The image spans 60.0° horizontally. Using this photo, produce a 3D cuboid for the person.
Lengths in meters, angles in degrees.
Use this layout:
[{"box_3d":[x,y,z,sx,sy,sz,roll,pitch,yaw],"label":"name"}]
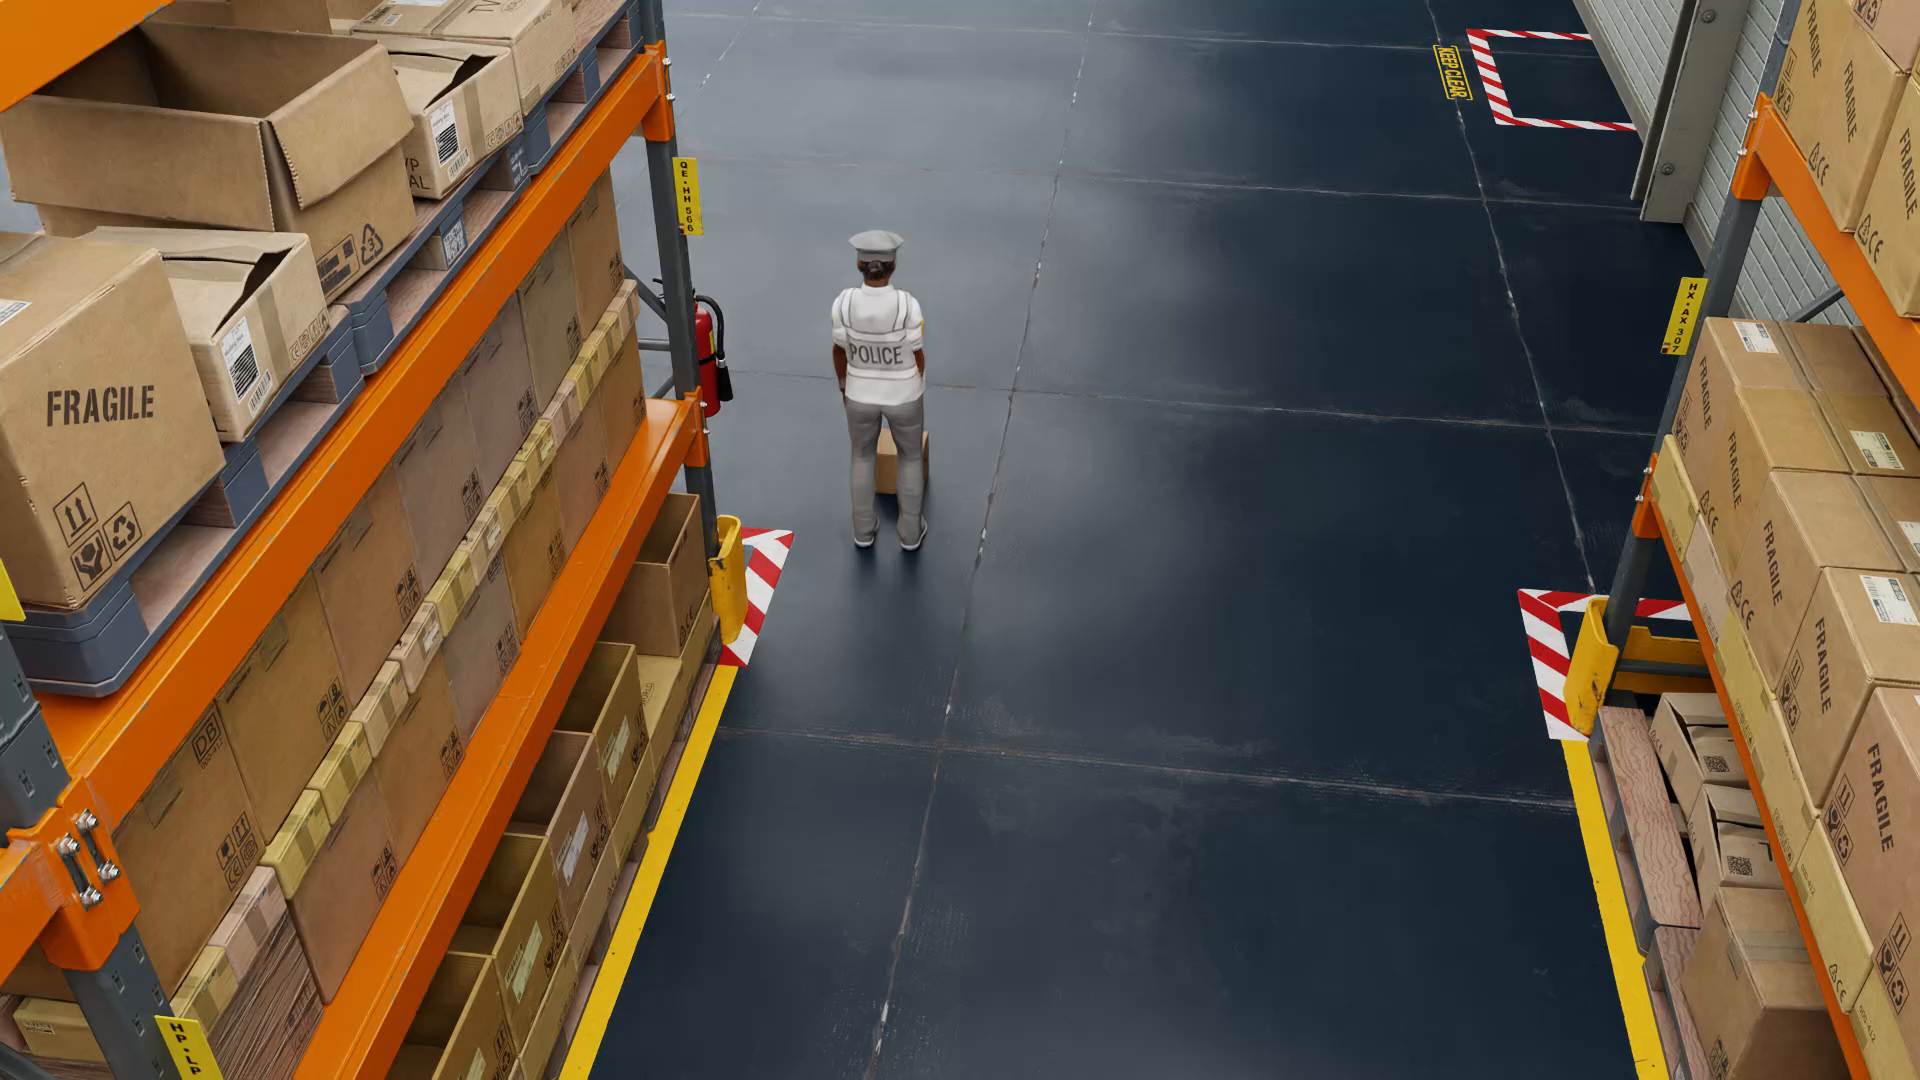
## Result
[{"box_3d":[-0.383,-0.689,7.992,0.443,1.651,0.351,4,37,6],"label":"person"}]
